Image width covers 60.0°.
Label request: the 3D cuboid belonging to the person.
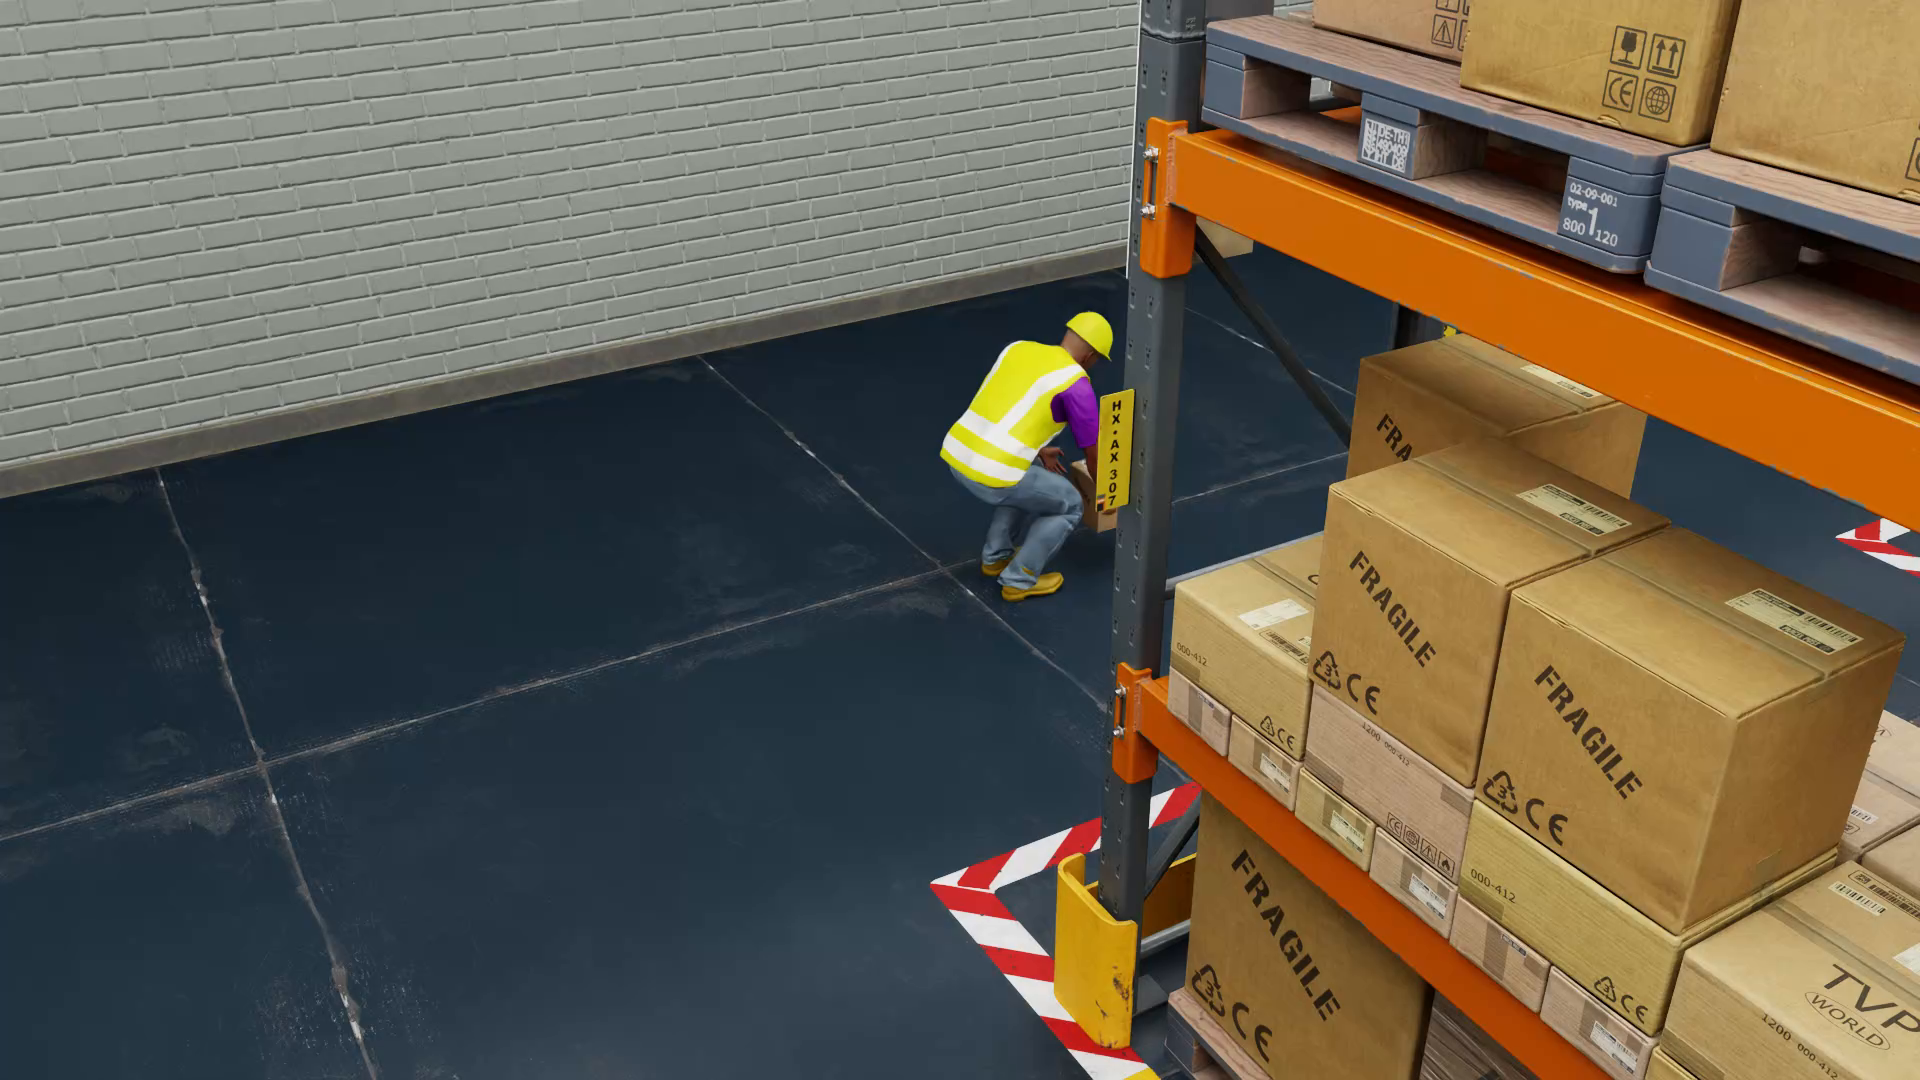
[{"bbox_3d":[0.307,-0.386,7.384,0.839,1.207,0.620,-16,33,-26],"label":"person"}]
